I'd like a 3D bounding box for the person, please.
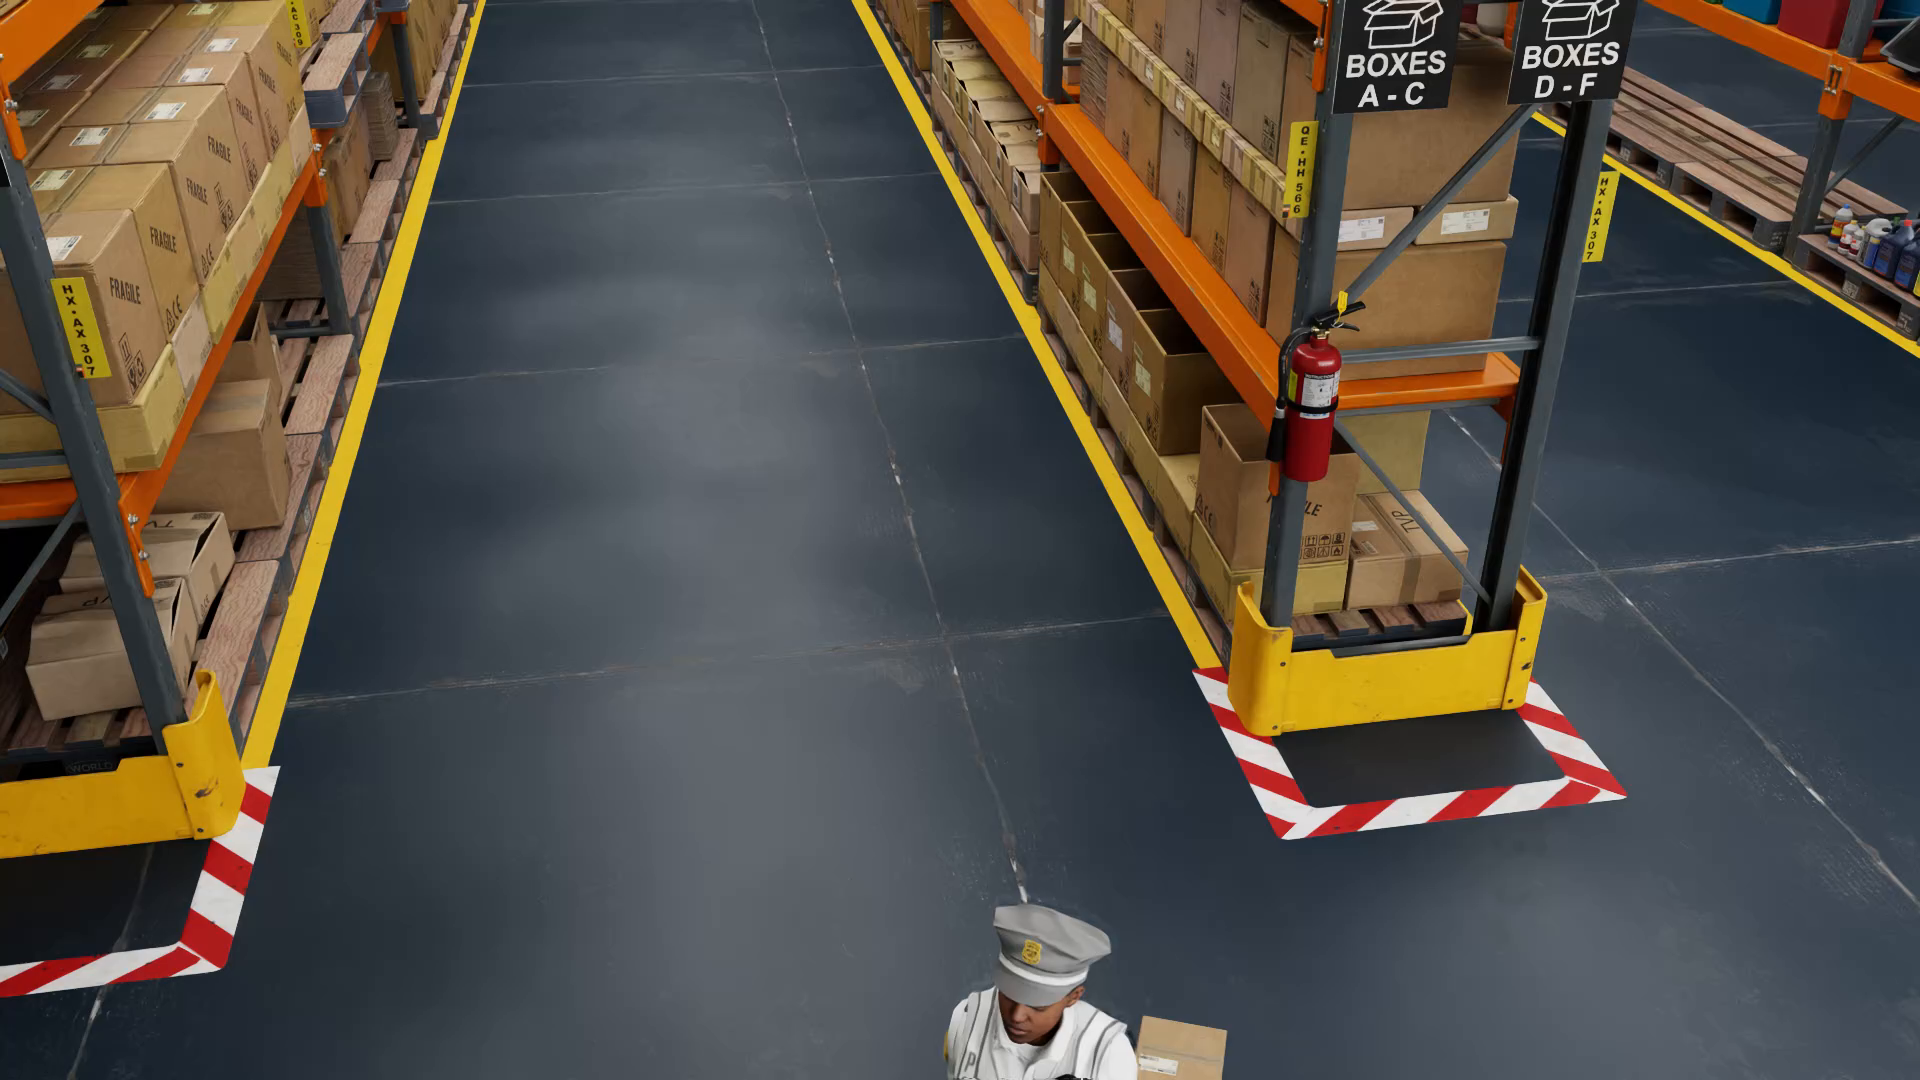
[{"bbox_3d":[0.167,1.452,3.658,0.441,1.642,0.957,7,31,11],"label":"person"}]
